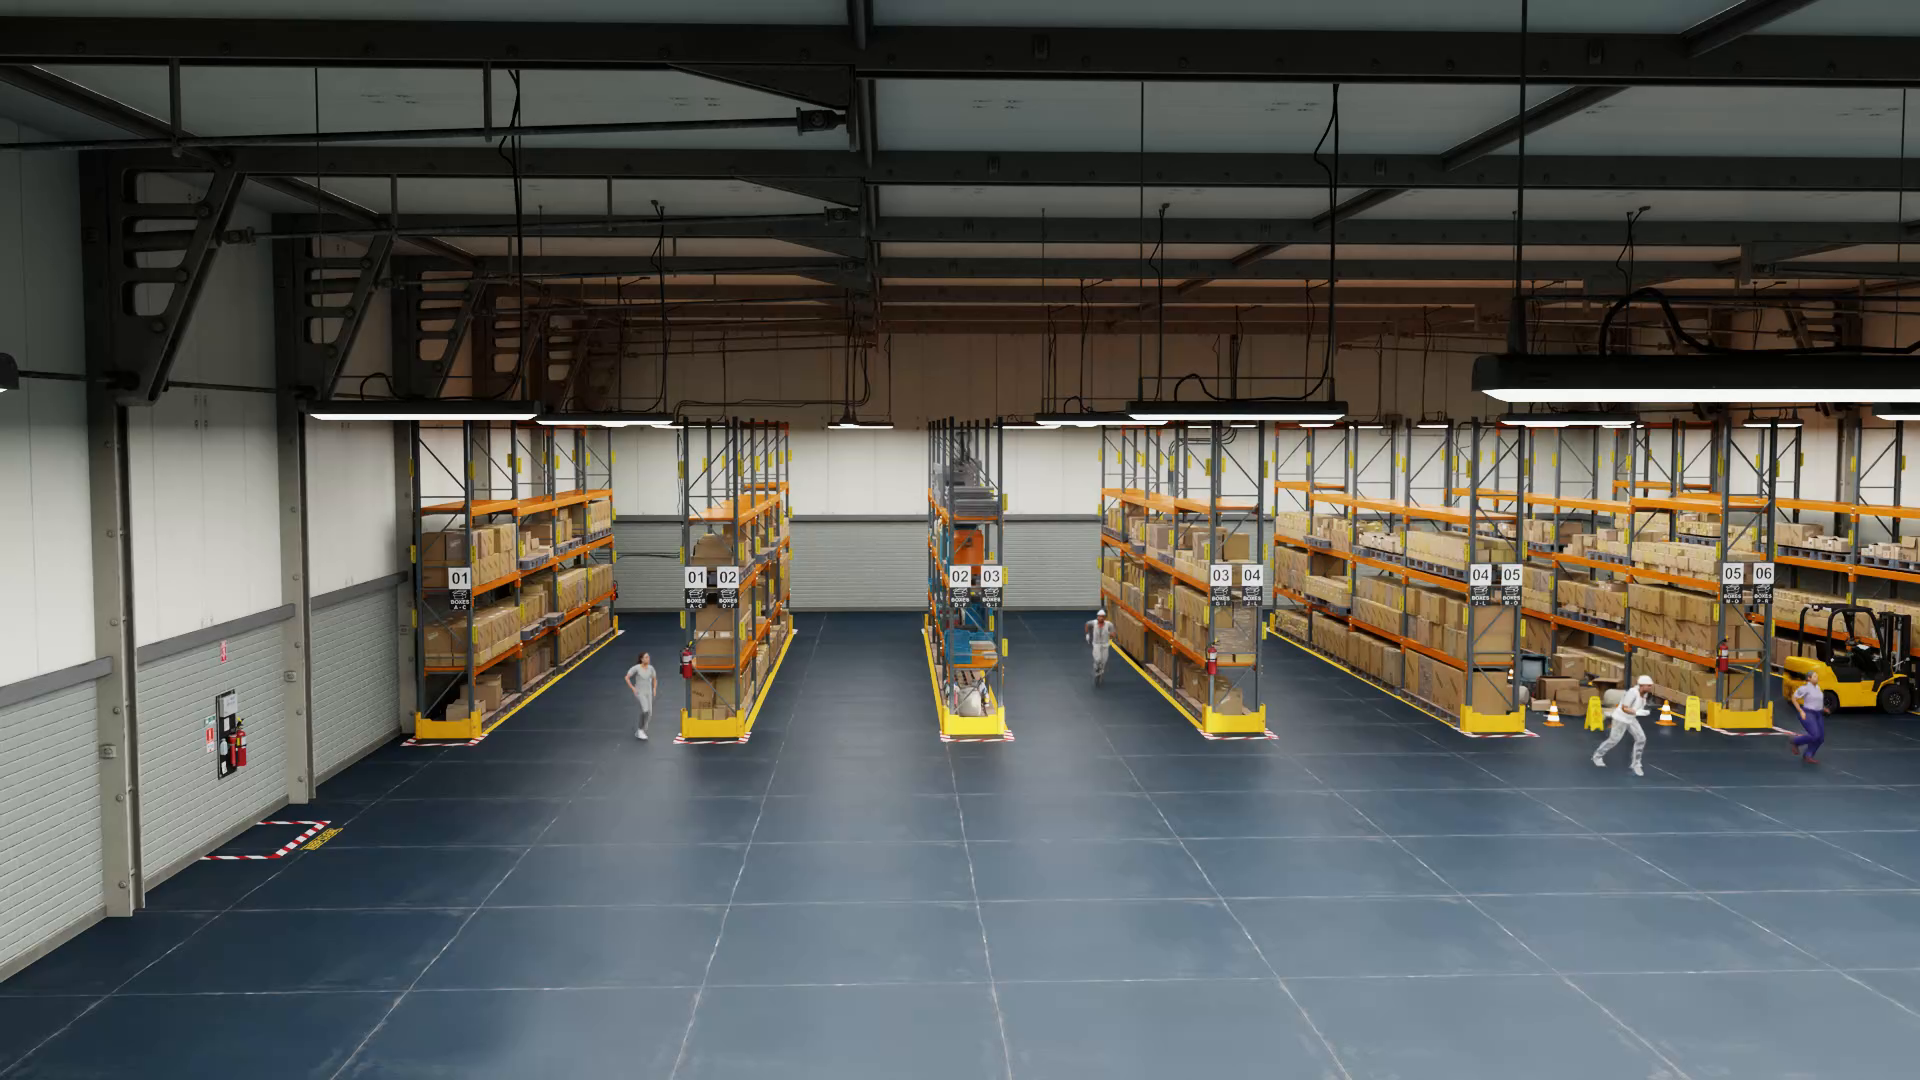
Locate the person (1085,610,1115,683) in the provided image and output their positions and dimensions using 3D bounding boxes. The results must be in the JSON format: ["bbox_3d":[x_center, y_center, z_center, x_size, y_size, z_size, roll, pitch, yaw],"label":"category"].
[{"bbox_3d":[3.148,2.401,37.319,0.643,1.702,0.880,0,4,-3],"label":"person"}]

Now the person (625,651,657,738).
[{"bbox_3d":[-5.870,2.902,30.893,0.576,1.597,0.582,-3,5,-40],"label":"person"}]

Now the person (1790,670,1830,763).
[{"bbox_3d":[14.731,3.057,28.772,0.620,1.601,0.555,-2,4,-30],"label":"person"}]

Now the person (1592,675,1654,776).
[{"bbox_3d":[11.126,3.090,27.894,0.707,1.726,1.033,-3,5,-43],"label":"person"}]
